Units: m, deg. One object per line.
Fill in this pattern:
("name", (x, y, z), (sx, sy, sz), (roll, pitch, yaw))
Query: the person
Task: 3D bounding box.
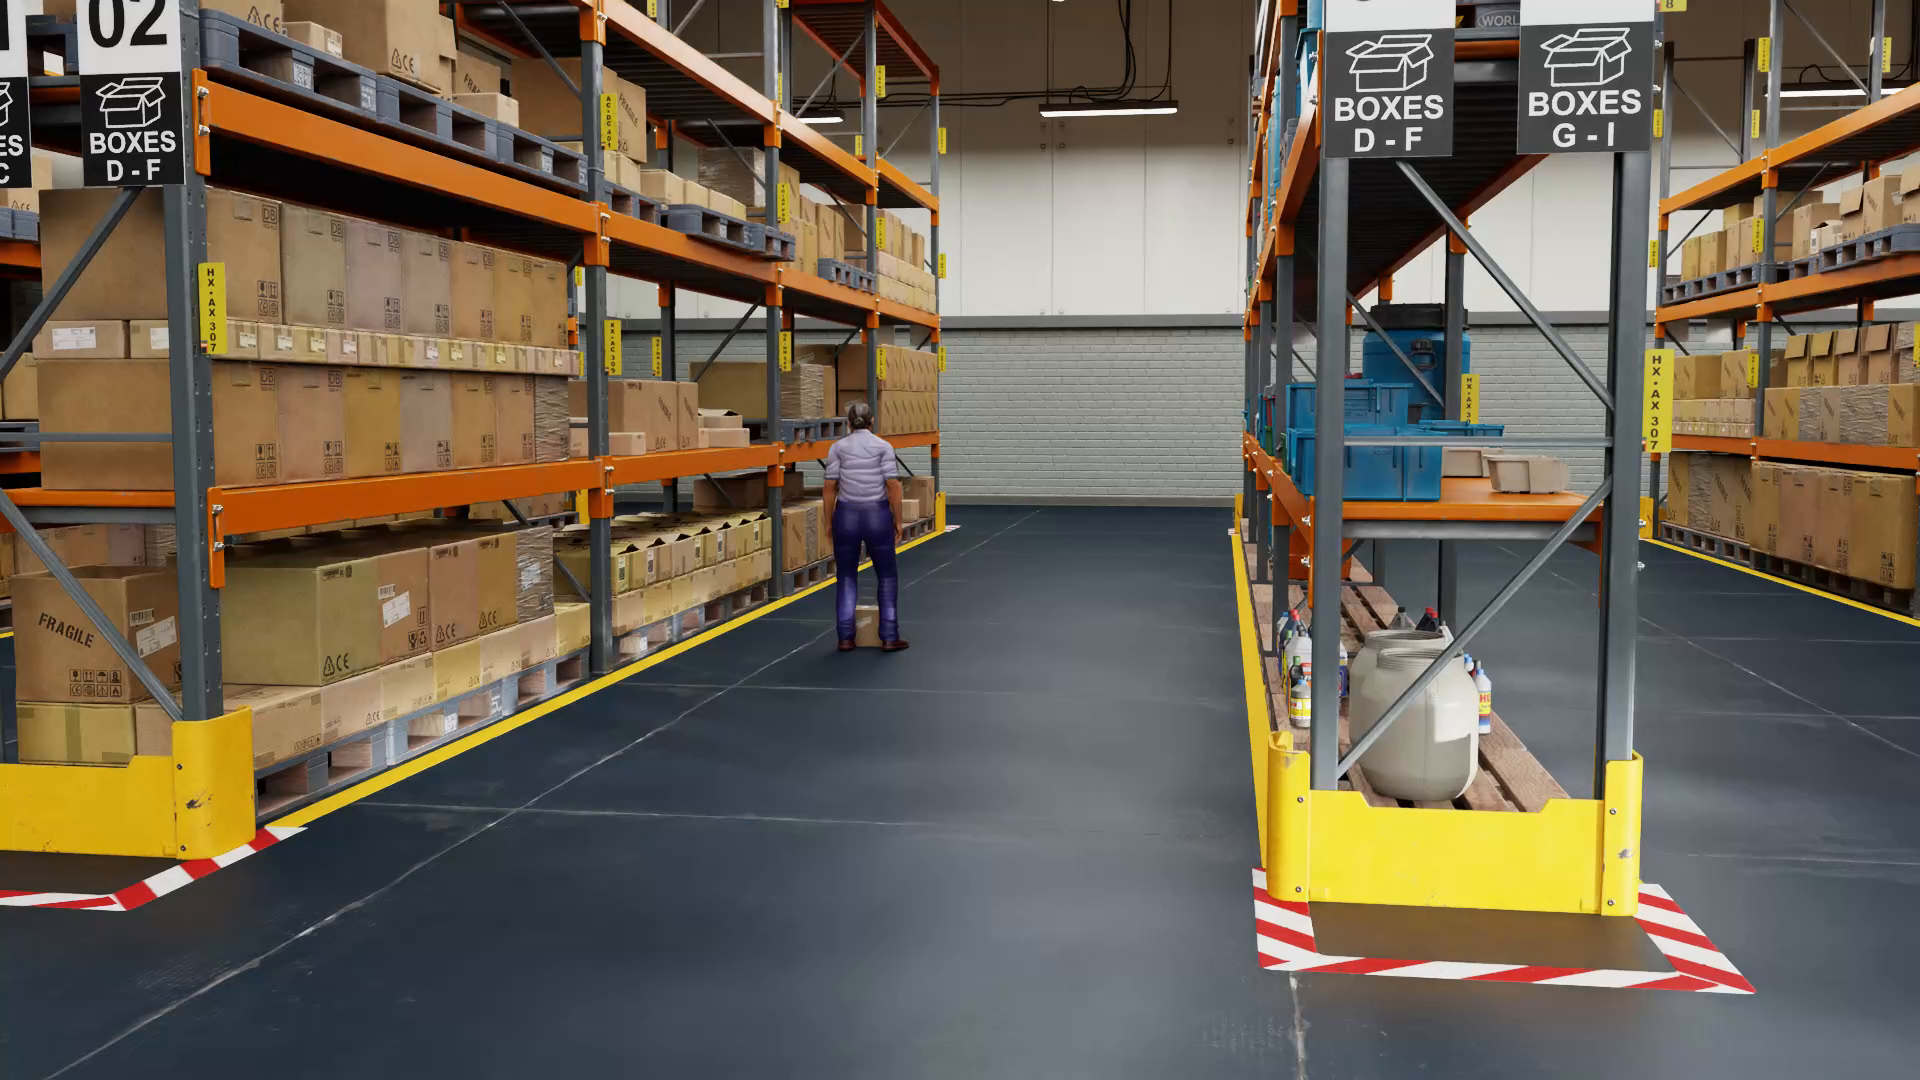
("person", (-0.631, -0.090, 11.081), (0.561, 1.651, 0.369), (0, 5, 5))
